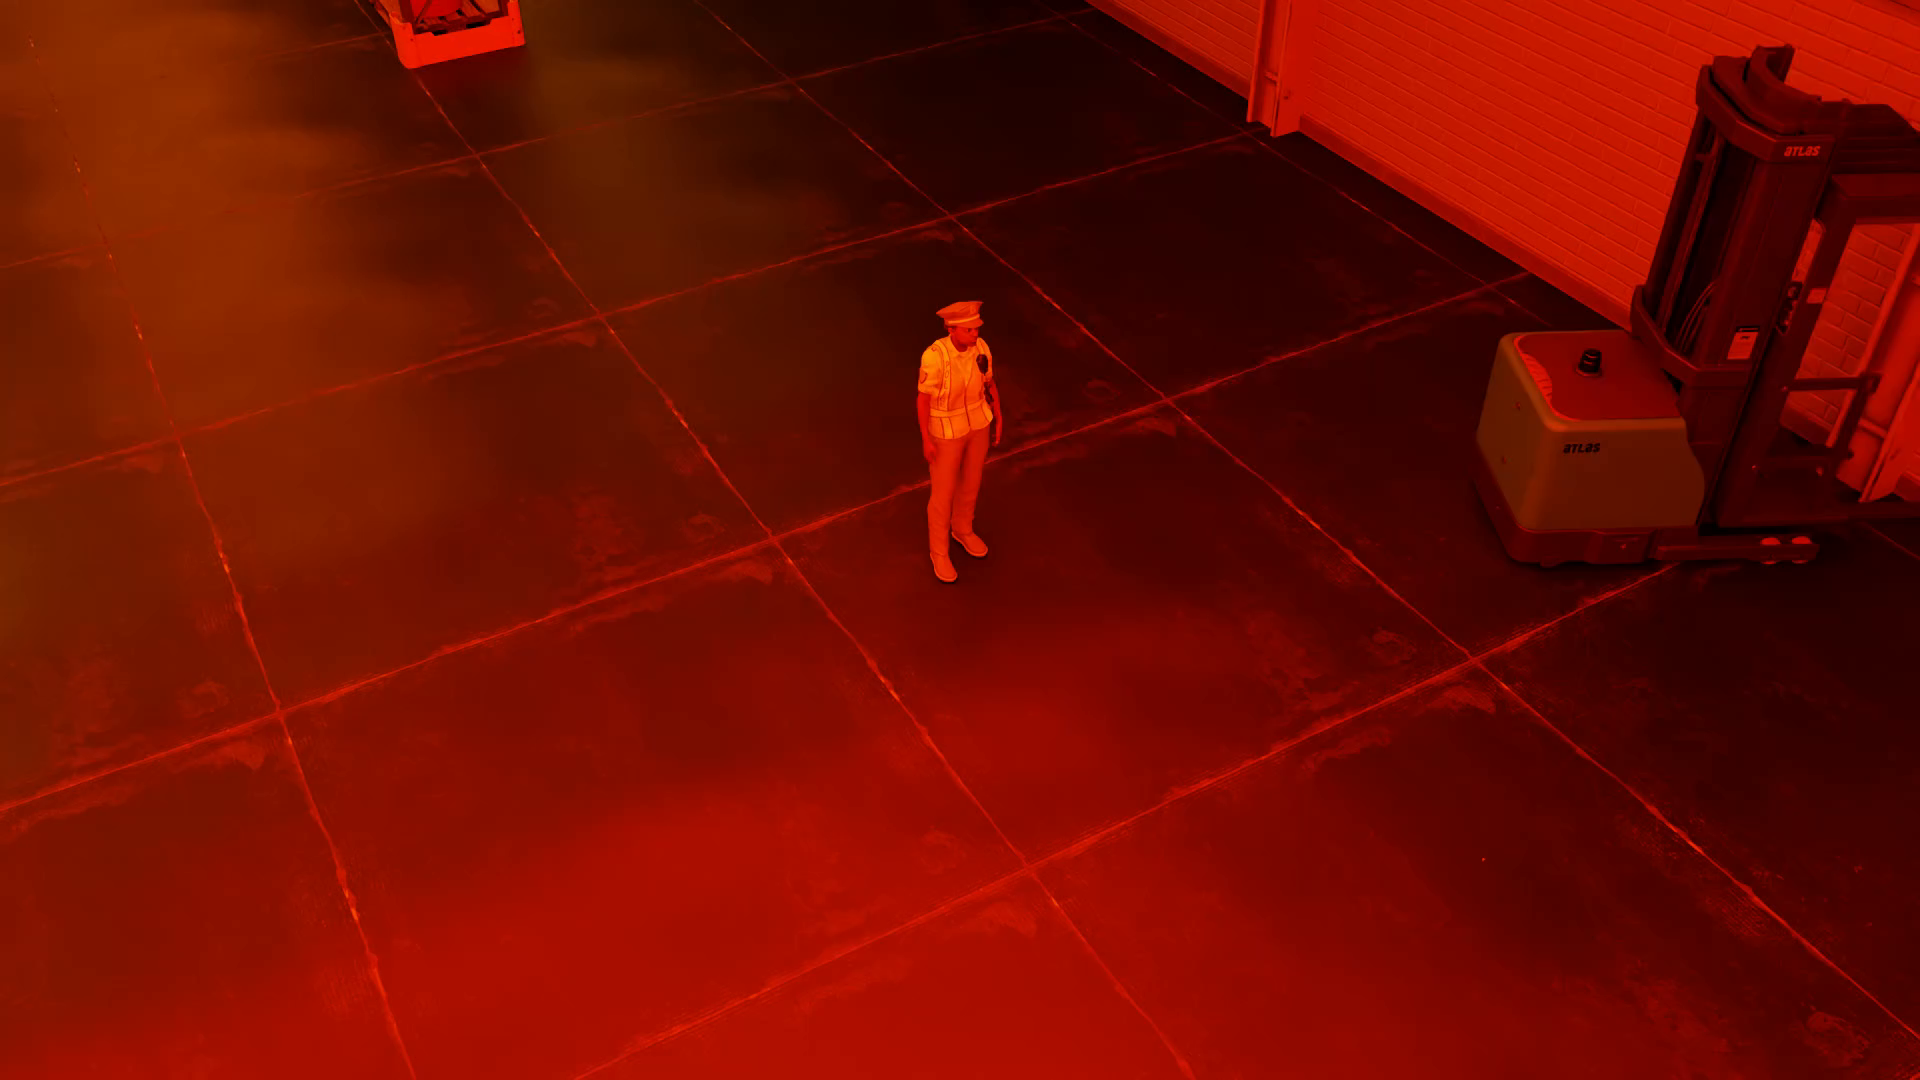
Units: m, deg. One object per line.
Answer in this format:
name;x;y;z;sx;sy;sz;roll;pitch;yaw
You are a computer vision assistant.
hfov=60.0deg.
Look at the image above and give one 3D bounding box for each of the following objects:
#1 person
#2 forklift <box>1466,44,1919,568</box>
person;0.020;-0.610;9.728;0.569;1.695;0.528;-20;44;-23
forklift;4.818;-1.317;9.624;3.031;2.935;1.130;-2;40;-2
